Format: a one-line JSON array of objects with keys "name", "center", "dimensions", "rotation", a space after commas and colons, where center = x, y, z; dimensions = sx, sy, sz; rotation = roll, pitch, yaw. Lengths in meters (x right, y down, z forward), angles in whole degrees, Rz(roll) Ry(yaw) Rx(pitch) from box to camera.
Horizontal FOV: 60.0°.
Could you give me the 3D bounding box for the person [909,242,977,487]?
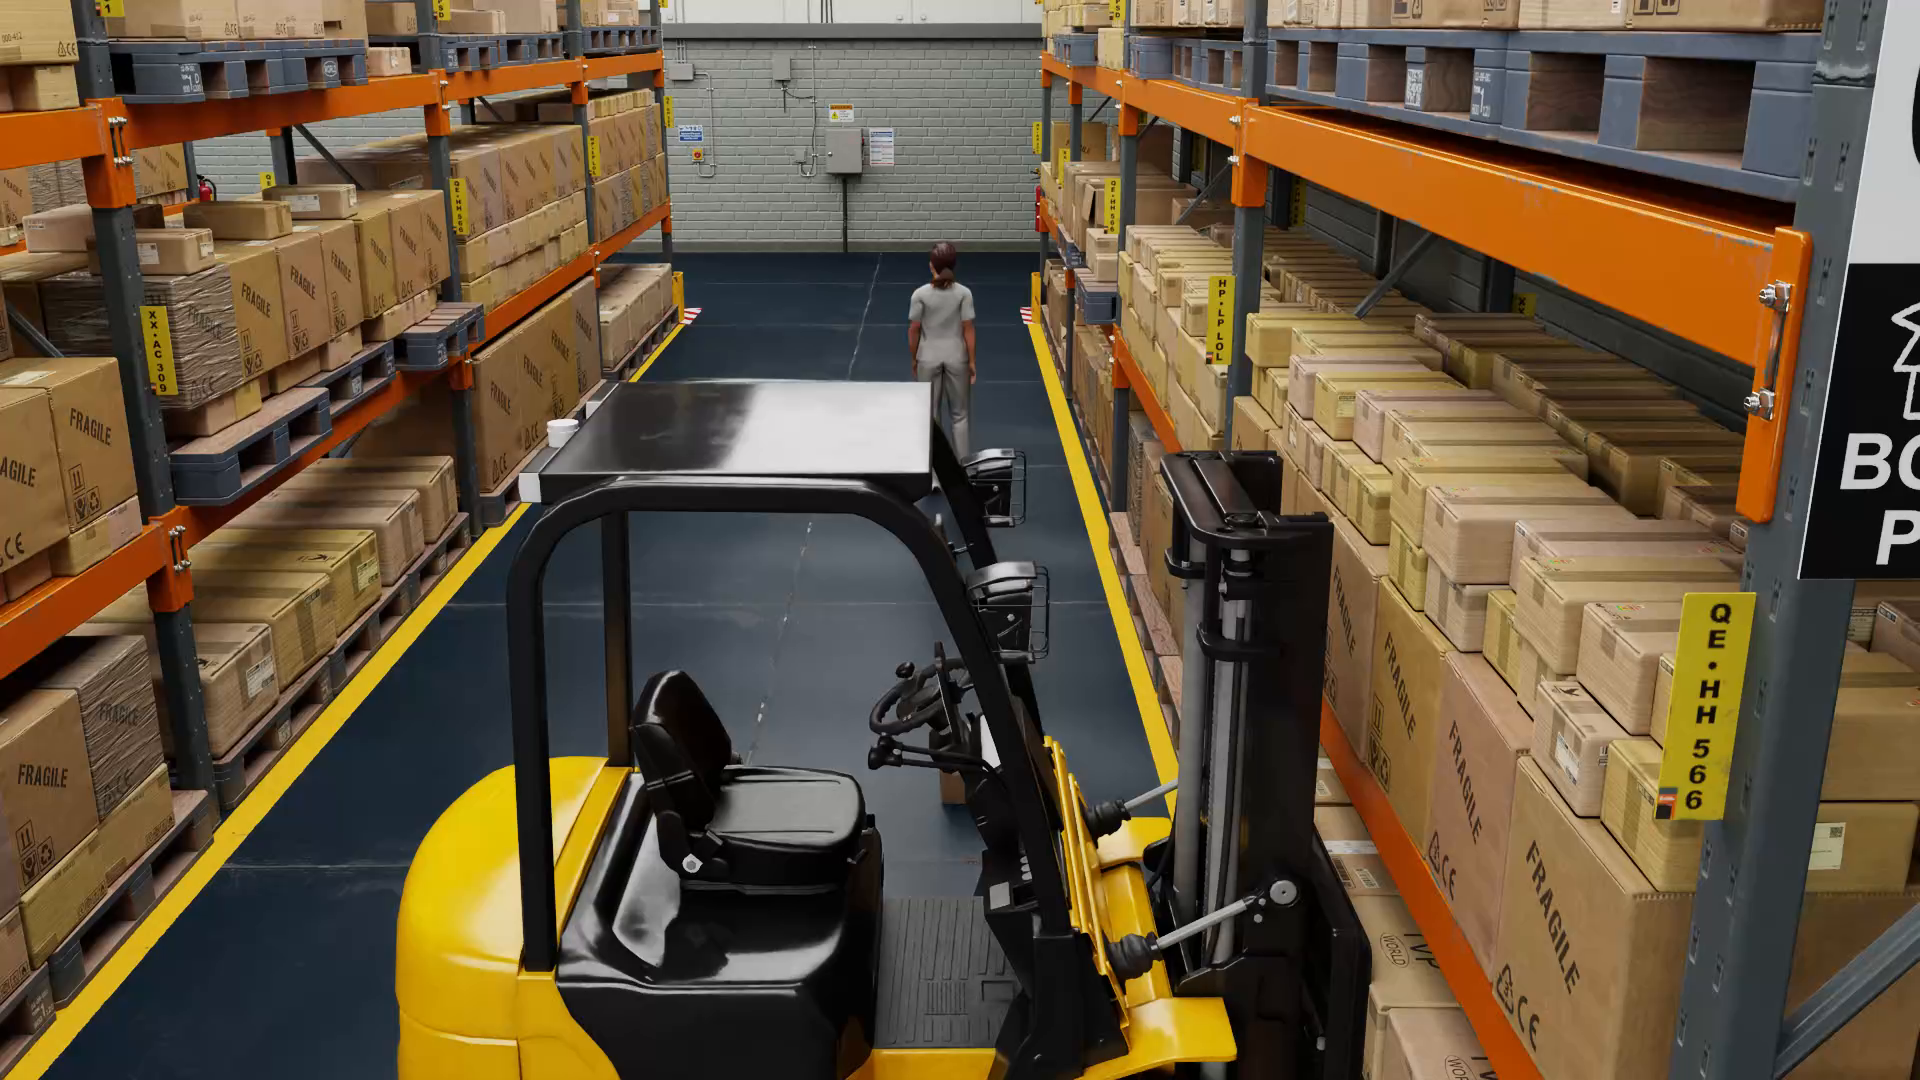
[{"name": "person", "center": [-0.118, -1.177, 11.279], "dimensions": [0.459, 1.683, 0.440], "rotation": [-1, 17, -2]}]
